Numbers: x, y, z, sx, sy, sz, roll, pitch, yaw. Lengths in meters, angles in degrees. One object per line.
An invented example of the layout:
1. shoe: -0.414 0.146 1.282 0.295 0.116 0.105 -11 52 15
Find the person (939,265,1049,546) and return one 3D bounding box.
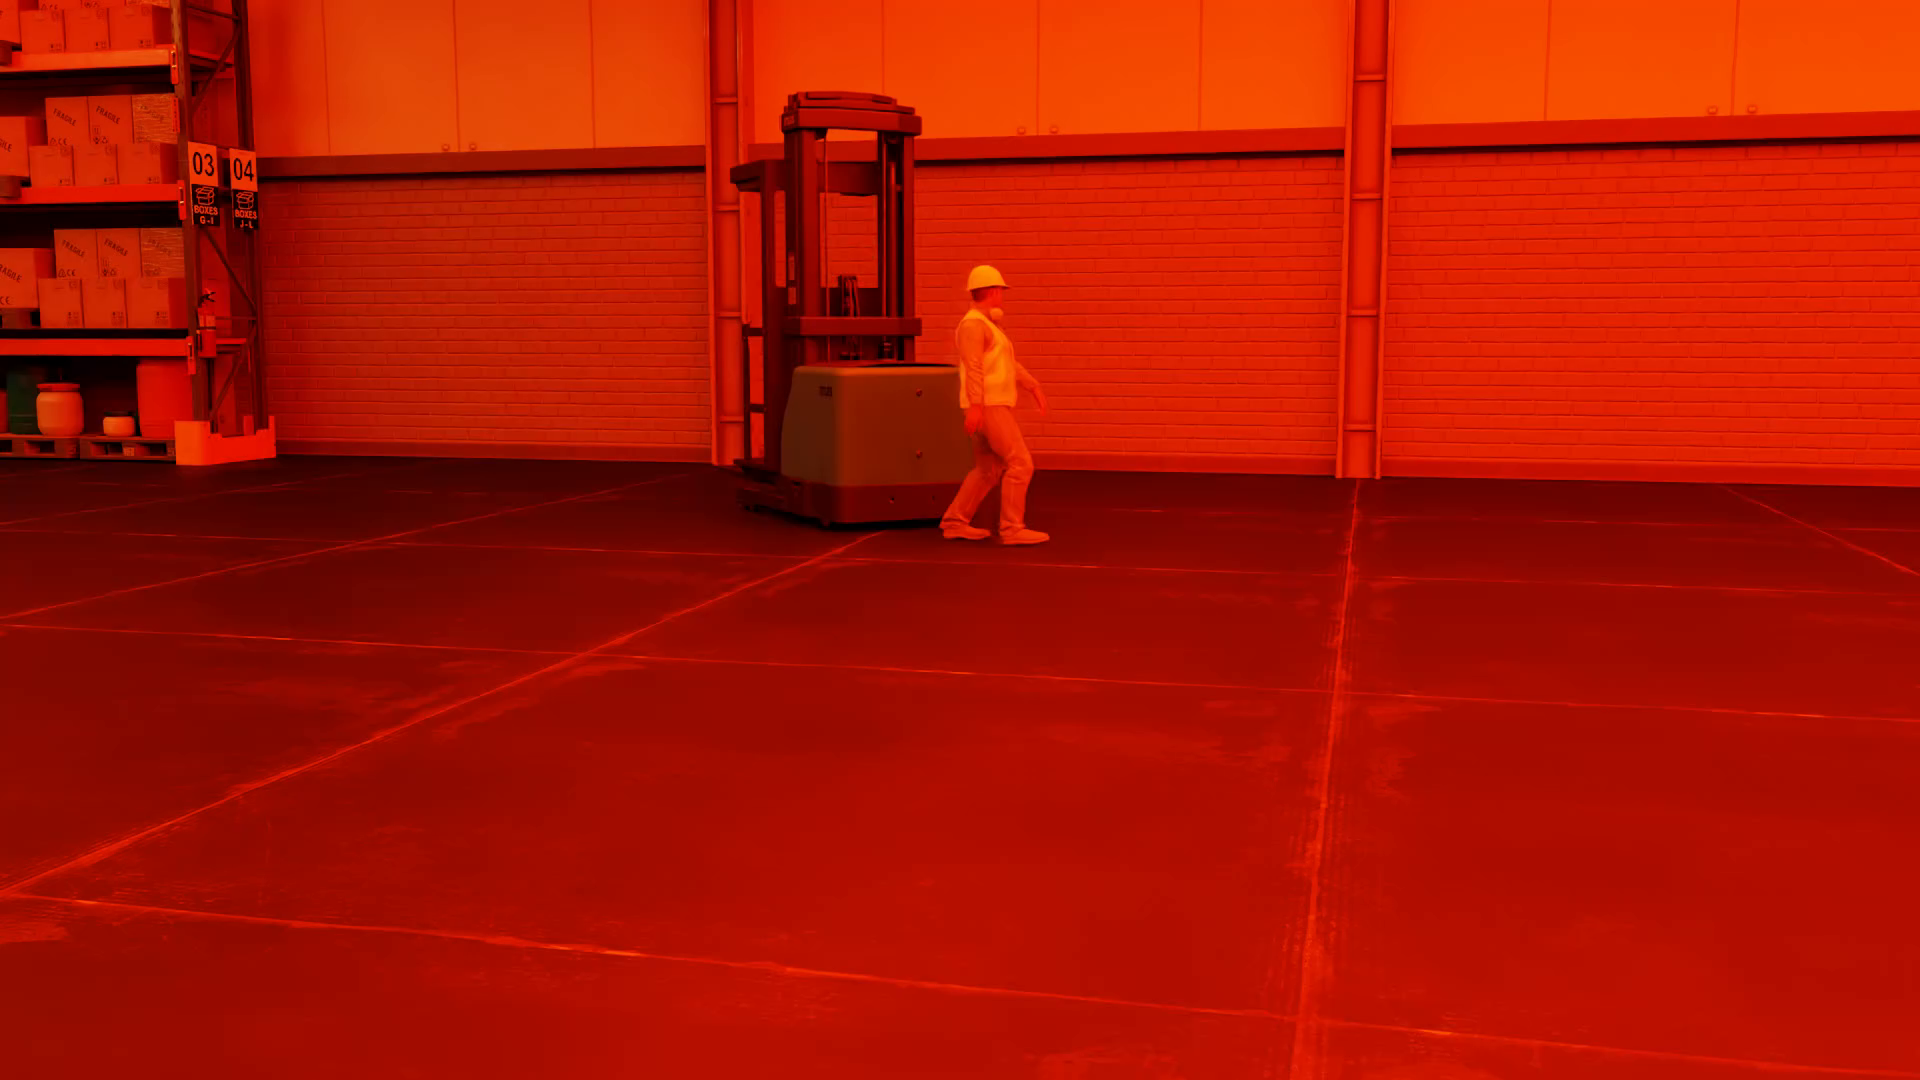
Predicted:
1. person: 0.210 -0.832 10.286 0.712 1.719 0.651 1 7 6

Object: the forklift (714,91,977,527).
1. forklift: -1.008 -1.685 12.155 1.130 2.935 3.031 -4 8 -27
